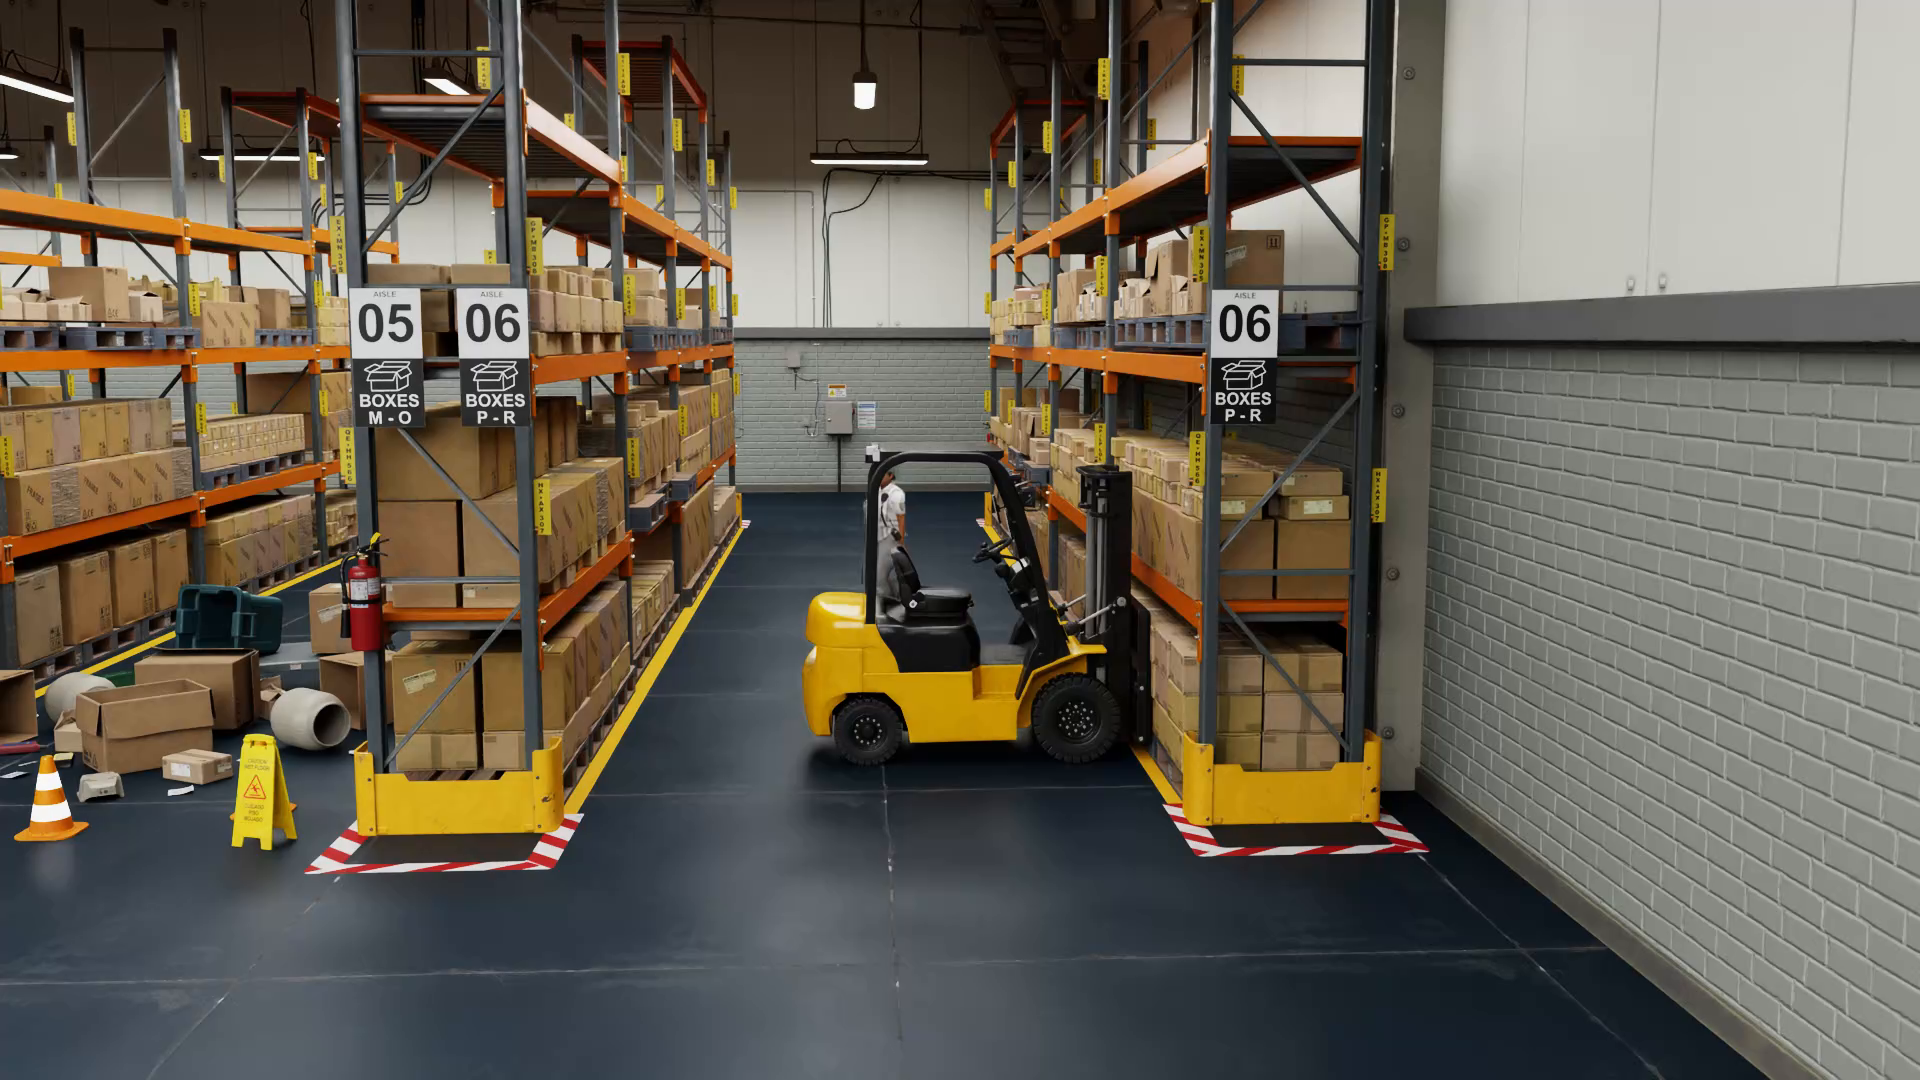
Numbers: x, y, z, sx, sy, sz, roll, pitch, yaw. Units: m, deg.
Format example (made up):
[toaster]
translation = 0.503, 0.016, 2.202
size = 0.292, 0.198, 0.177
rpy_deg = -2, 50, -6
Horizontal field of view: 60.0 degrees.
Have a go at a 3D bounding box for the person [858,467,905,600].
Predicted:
[person]
translation = -0.778, 0.008, 17.056
size = 0.631, 1.643, 0.503
rpy_deg = -7, 10, -44
